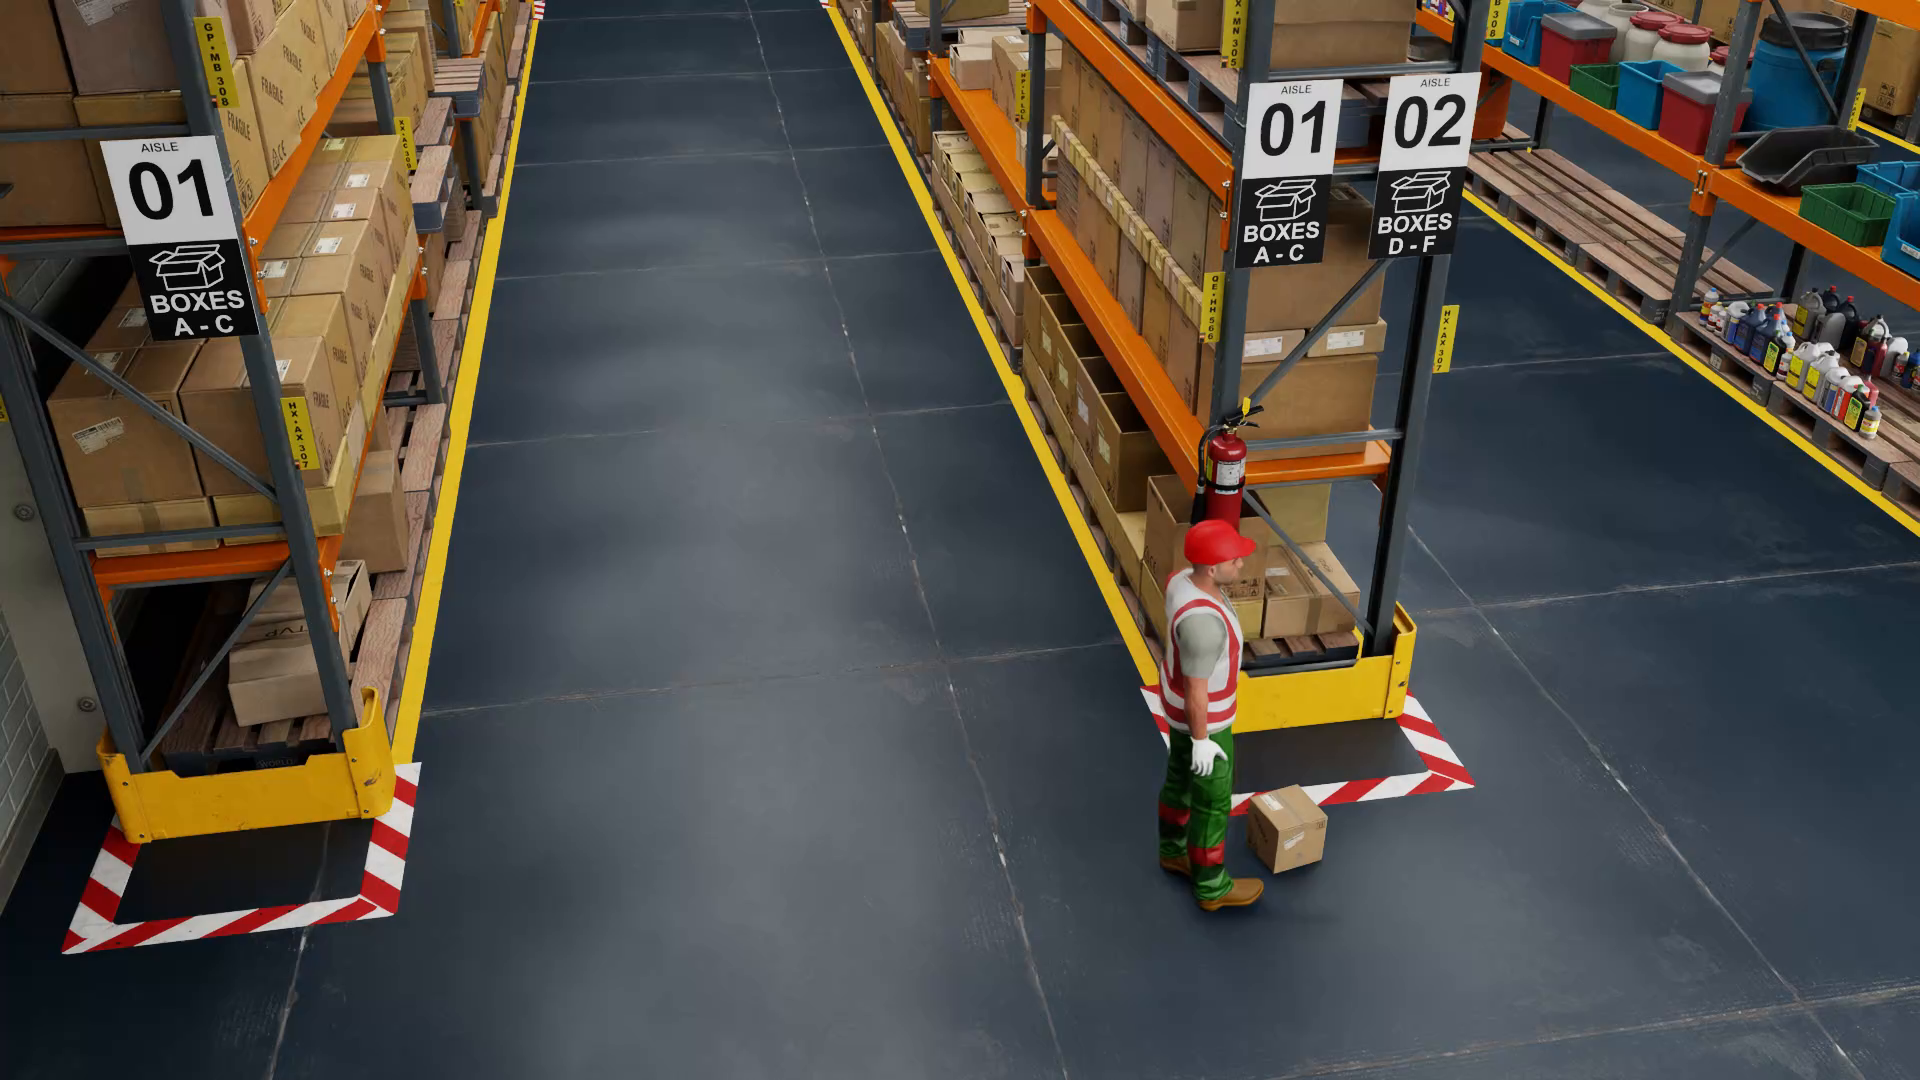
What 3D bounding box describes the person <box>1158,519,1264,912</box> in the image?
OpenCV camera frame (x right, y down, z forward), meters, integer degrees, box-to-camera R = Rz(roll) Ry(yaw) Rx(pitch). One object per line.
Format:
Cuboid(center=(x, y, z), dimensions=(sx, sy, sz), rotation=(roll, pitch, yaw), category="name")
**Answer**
Cuboid(center=(1.066, 0.708, 6.893), dimensions=(0.489, 1.798, 0.568), rotation=(0, 30, 0), category="person")
